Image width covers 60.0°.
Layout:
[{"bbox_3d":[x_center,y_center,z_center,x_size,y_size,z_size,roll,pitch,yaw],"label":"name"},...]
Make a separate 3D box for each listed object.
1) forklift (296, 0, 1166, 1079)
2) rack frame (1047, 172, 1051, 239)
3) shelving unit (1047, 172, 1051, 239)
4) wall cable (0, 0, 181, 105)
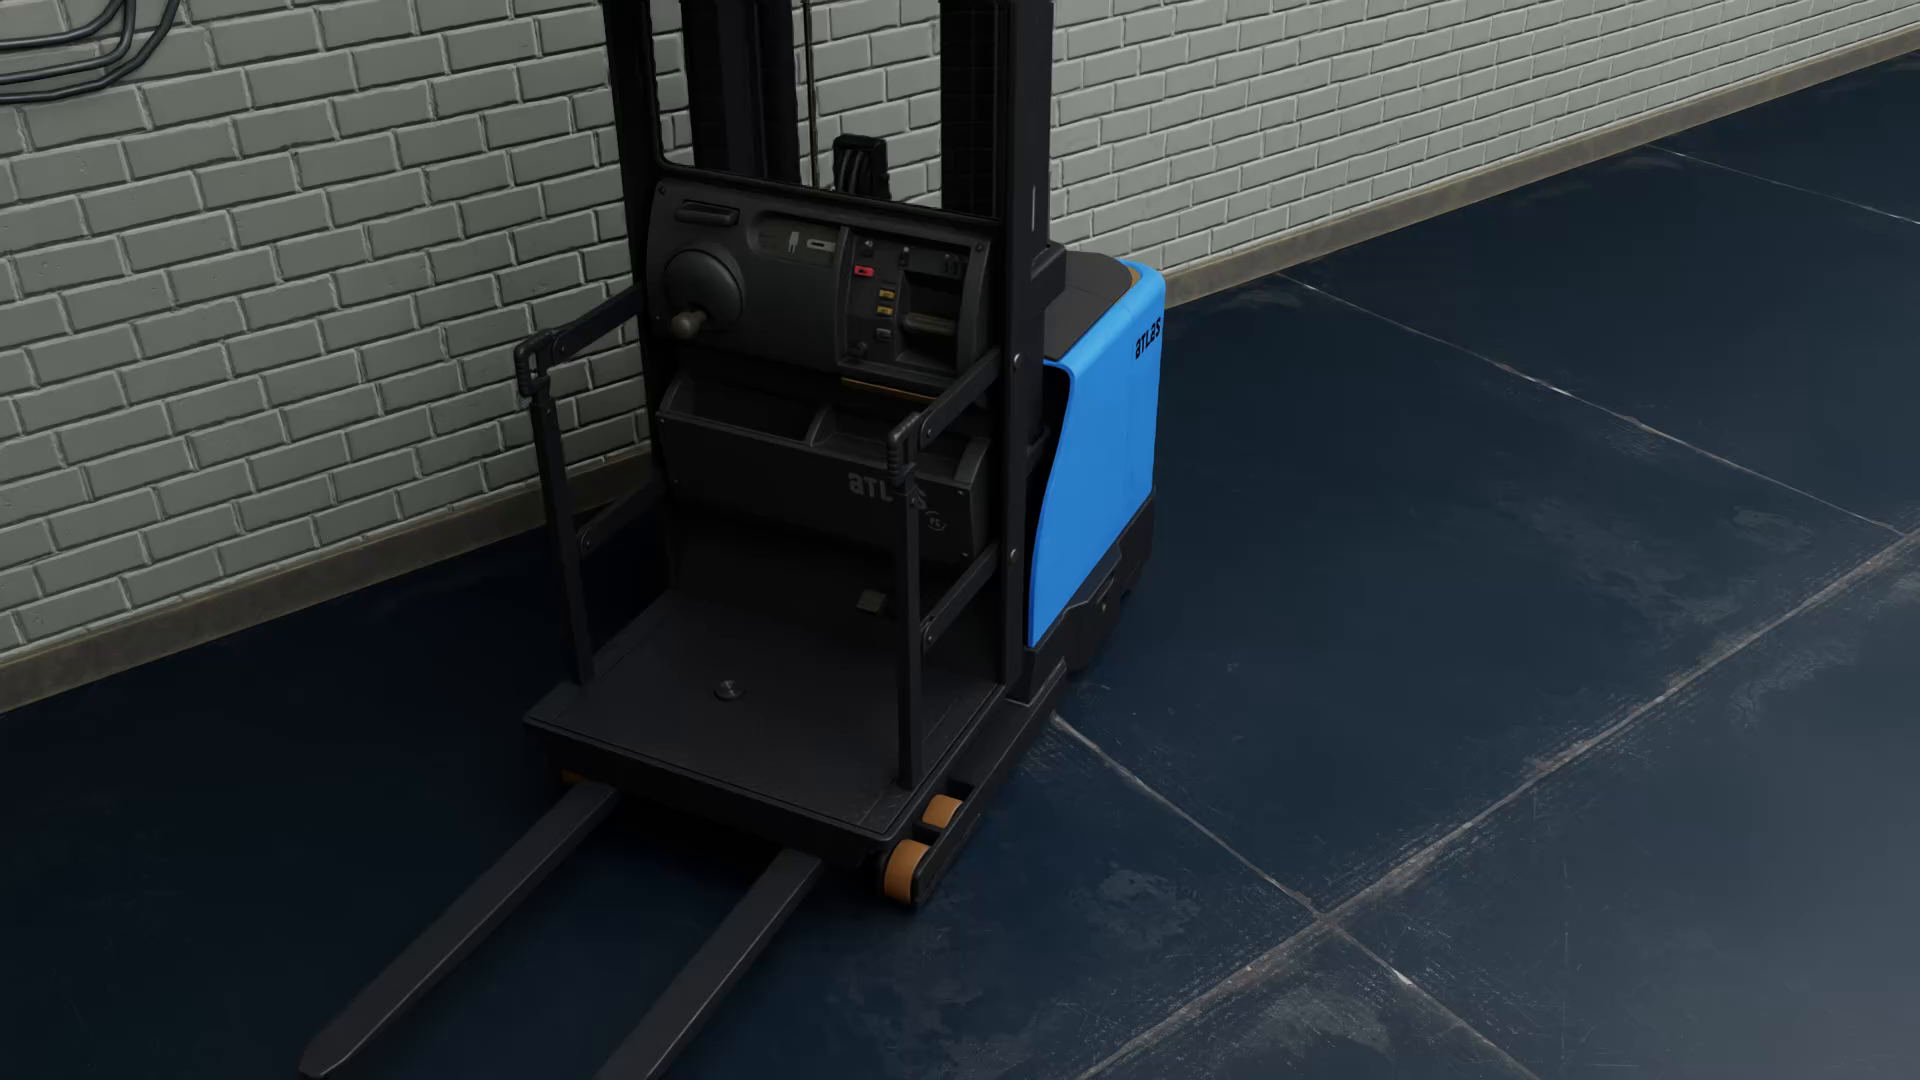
[{"bbox_3d":[-0.452,-0.578,3.902,1.130,2.935,3.031,14,35,22],"label":"forklift"},{"bbox_3d":[0.209,-0.643,5.647,0.240,1.200,0.006,-28,41,-37],"label":"rack frame"},{"bbox_3d":[0.145,-0.677,5.702,0.258,1.200,0.189,-28,41,-37],"label":"shelving unit"},{"bbox_3d":[-3.232,-1.818,3.092,3.097,2.526,0.112,-22,38,-31],"label":"wall cable"}]
